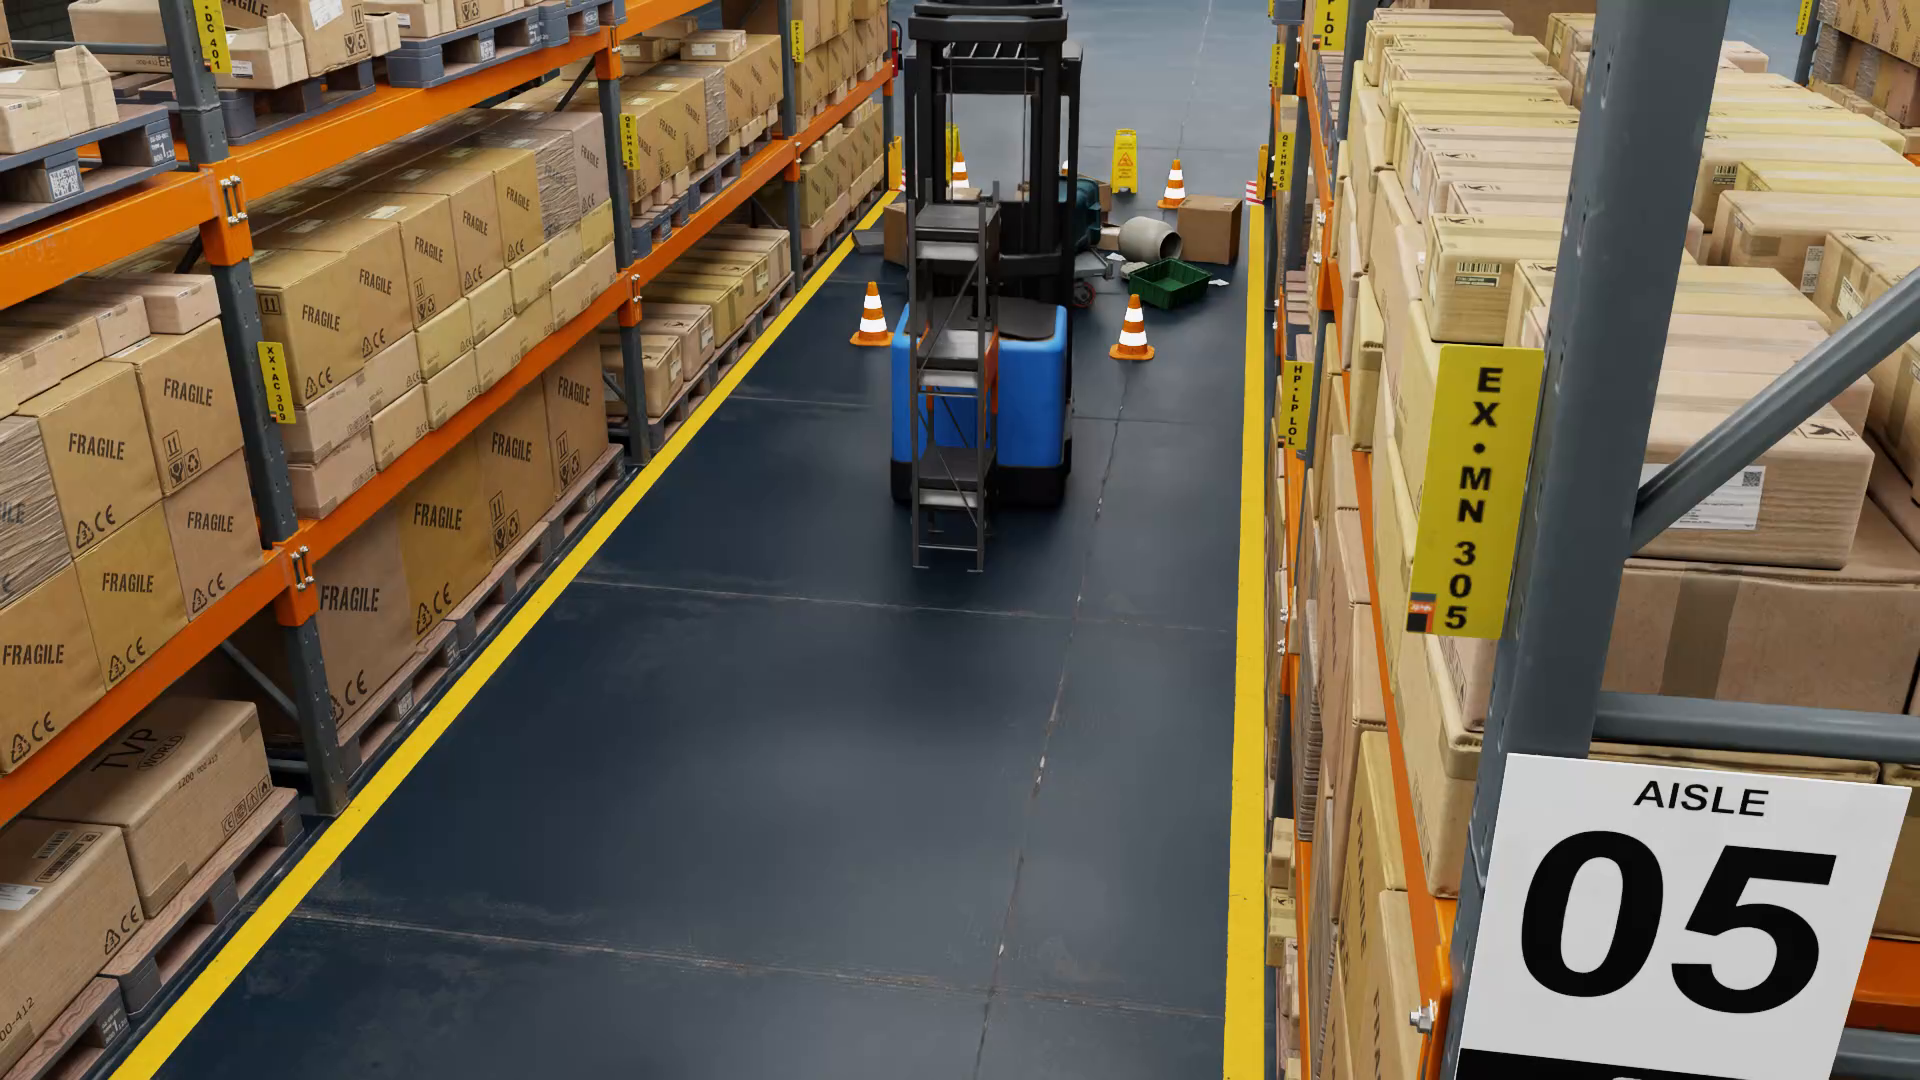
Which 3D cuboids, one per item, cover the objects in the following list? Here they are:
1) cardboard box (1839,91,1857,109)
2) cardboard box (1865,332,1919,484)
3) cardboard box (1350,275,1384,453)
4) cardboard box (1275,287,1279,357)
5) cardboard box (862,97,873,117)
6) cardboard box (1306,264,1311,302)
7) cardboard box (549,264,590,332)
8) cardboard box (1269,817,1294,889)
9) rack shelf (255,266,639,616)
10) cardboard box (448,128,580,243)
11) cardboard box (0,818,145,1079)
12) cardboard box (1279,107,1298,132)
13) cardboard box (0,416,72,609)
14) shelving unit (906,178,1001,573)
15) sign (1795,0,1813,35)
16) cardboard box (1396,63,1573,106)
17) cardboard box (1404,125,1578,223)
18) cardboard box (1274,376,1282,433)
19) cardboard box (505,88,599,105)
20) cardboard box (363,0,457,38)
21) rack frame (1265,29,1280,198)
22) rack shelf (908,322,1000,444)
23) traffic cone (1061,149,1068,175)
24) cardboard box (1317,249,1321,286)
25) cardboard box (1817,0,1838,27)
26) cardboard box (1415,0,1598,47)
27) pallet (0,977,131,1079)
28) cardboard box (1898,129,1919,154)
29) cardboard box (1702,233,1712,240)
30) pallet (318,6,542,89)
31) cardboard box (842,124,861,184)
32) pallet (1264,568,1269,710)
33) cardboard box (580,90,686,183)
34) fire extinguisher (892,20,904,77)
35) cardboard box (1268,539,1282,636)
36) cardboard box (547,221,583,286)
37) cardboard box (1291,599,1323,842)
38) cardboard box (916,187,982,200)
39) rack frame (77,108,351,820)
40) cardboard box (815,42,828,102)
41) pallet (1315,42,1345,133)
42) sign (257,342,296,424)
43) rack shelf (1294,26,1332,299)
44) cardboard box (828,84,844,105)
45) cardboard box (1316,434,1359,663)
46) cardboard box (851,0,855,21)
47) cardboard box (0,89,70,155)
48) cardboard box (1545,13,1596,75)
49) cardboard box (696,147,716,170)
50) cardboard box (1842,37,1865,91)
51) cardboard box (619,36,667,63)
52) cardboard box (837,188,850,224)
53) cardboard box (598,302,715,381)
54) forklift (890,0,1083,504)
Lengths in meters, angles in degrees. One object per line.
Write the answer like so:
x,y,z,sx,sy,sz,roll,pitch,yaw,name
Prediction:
8.101,-3.911,14.863,0.380,0.149,0.250,4,25,9,cardboard box
1.412,-0.161,2.134,0.380,0.149,0.250,5,26,11,cardboard box
1.127,-0.382,3.666,0.500,0.250,0.500,5,26,11,cardboard box
2.862,-1.759,12.129,1.050,0.750,0.750,4,25,9,cardboard box
-1.077,-4.298,16.492,0.380,0.149,0.250,5,26,10,cardboard box
2.066,-1.375,8.951,0.380,0.149,0.250,5,26,11,cardboard box
-2.412,-1.373,9.321,0.500,0.250,0.500,4,25,9,cardboard box
1.354,1.184,6.198,0.380,0.149,0.250,5,26,11,cardboard box
-2.844,-0.723,8.604,1.077,0.370,4.000,4,25,9,rack shelf
-2.419,-1.934,9.045,0.500,0.500,0.500,4,25,9,cardboard box
-3.525,1.388,5.774,0.875,0.438,0.875,3,25,7,cardboard box
2.603,-2.890,12.268,0.500,0.500,0.500,4,25,9,cardboard box
-3.141,-0.068,5.061,0.500,0.500,0.500,4,25,9,cardboard box
-0.027,-0.882,9.157,0.431,2.100,0.503,4,25,9,shelving unit
8.032,-4.974,15.817,0.100,0.325,0.005,4,25,9,sign
1.270,-1.069,4.073,0.380,0.149,0.250,3,25,7,cardboard box
1.113,-0.737,3.366,0.380,0.149,0.250,3,25,7,cardboard box
2.031,-0.710,9.298,0.500,0.250,0.500,3,25,6,cardboard box
-2.644,-2.682,10.976,0.500,0.500,0.500,4,25,8,cardboard box
-2.527,-2.440,7.549,0.396,0.266,0.258,6,26,13,cardboard box
3.690,-4.930,16.744,1.000,3.000,0.127,4,25,9,rack frame
-0.027,-0.869,9.163,0.431,0.518,0.480,4,25,9,rack shelf
1.143,-3.878,17.489,0.336,0.463,0.334,4,25,9,traffic cone
1.944,-1.311,8.113,0.380,0.149,0.250,5,26,11,cardboard box
8.208,-4.966,15.173,0.500,0.500,0.500,4,25,9,cardboard box
1.899,-1.656,5.598,0.700,0.500,0.500,4,25,9,cardboard box
-3.570,1.875,5.495,1.003,0.211,1.213,4,25,9,pallet
7.740,-3.184,13.311,0.380,0.149,0.250,4,25,9,cardboard box
1.663,-0.562,3.460,0.500,0.250,0.500,3,25,7,cardboard box
-2.750,-2.417,8.060,1.003,0.211,1.213,5,26,11,pallet
-1.255,-3.733,16.051,0.500,0.500,0.500,3,25,7,cardboard box
2.052,0.514,8.403,1.003,0.211,1.213,4,25,9,pallet
-2.137,-2.646,10.900,0.500,0.500,0.500,5,26,11,cardboard box
-0.737,-5.212,17.437,0.296,0.674,0.183,4,25,9,fire extinguisher
1.774,0.275,8.078,0.500,0.500,0.500,3,25,7,cardboard box
-2.426,-1.609,9.236,0.500,0.250,0.500,3,25,7,cardboard box
1.208,0.514,4.645,0.500,0.500,0.500,3,25,7,cardboard box
-0.103,-2.658,13.946,0.500,0.500,0.500,4,25,9,cardboard box
-3.171,-0.212,6.665,1.000,3.000,0.127,4,25,9,rack frame
-1.458,-4.114,14.532,0.500,0.500,0.500,4,25,8,cardboard box
2.101,-1.870,6.889,1.213,0.211,1.003,4,25,9,pallet
-2.623,-0.602,6.384,0.100,0.325,0.005,4,25,9,sign
2.056,-1.781,7.326,1.077,0.370,4.000,4,25,9,rack shelf
-1.277,-4.088,15.242,0.380,0.149,0.250,4,25,9,cardboard box
1.232,0.054,4.448,0.500,0.500,0.500,4,25,9,cardboard box
-1.368,-5.004,15.255,0.700,0.500,0.500,4,25,8,cardboard box
-3.003,-1.292,5.118,0.380,0.149,0.250,5,25,10,cardboard box
1.948,-1.459,4.908,0.380,0.149,0.250,3,25,6,cardboard box
-1.969,-2.757,11.903,0.380,0.149,0.250,5,26,10,cardboard box
8.487,-4.279,14.884,0.875,0.500,0.500,4,25,9,cardboard box
-2.365,-3.588,12.148,0.380,0.149,0.250,5,26,11,cardboard box
-1.341,-3.177,15.747,0.500,0.250,0.500,4,25,8,cardboard box
-2.302,-1.430,11.871,0.950,0.372,0.625,4,25,8,cardboard box
0.219,-2.134,10.851,1.130,2.935,3.031,2,25,4,forklift
